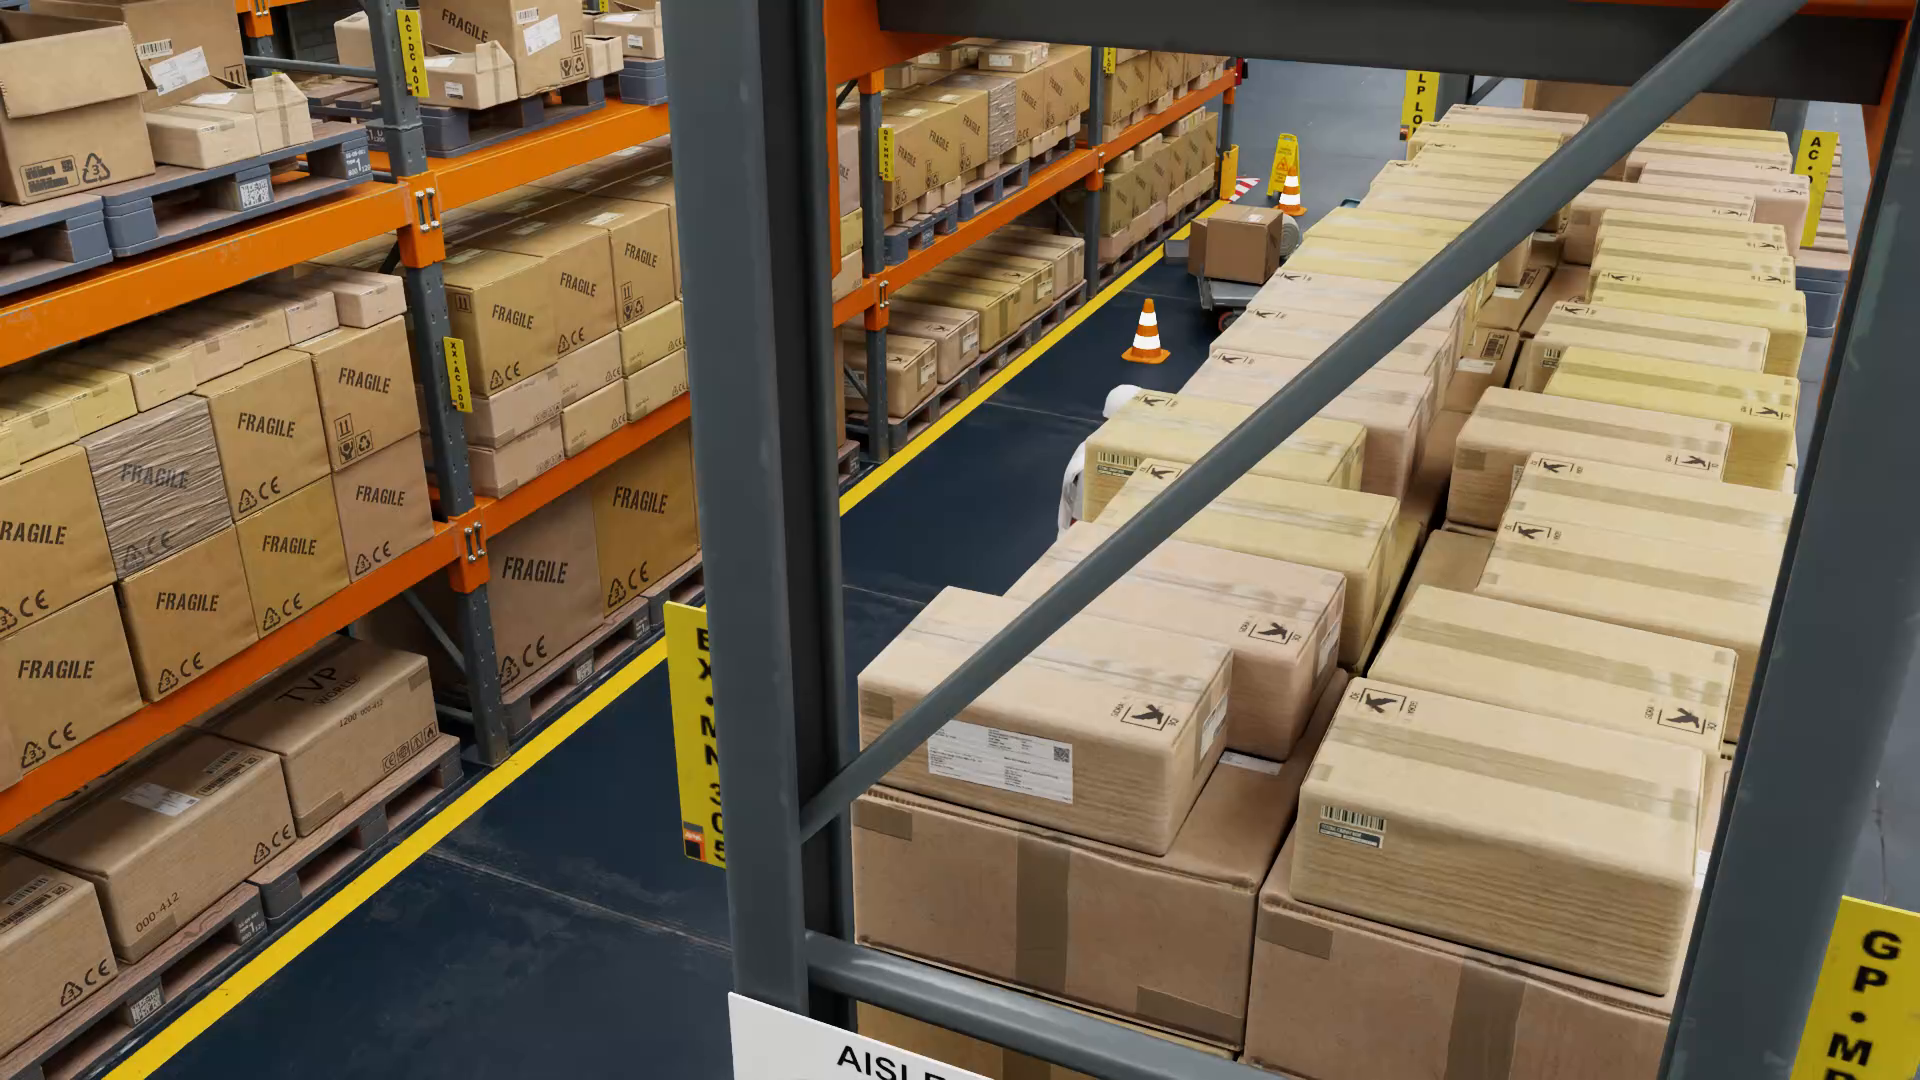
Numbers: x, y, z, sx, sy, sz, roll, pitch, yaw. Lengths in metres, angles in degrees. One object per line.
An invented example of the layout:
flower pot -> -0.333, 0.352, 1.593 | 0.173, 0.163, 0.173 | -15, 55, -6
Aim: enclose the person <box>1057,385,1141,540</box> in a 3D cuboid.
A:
person -> 0.694, 0.105, 7.883 | 0.446, 1.775, 0.619 | 11, 28, 22
